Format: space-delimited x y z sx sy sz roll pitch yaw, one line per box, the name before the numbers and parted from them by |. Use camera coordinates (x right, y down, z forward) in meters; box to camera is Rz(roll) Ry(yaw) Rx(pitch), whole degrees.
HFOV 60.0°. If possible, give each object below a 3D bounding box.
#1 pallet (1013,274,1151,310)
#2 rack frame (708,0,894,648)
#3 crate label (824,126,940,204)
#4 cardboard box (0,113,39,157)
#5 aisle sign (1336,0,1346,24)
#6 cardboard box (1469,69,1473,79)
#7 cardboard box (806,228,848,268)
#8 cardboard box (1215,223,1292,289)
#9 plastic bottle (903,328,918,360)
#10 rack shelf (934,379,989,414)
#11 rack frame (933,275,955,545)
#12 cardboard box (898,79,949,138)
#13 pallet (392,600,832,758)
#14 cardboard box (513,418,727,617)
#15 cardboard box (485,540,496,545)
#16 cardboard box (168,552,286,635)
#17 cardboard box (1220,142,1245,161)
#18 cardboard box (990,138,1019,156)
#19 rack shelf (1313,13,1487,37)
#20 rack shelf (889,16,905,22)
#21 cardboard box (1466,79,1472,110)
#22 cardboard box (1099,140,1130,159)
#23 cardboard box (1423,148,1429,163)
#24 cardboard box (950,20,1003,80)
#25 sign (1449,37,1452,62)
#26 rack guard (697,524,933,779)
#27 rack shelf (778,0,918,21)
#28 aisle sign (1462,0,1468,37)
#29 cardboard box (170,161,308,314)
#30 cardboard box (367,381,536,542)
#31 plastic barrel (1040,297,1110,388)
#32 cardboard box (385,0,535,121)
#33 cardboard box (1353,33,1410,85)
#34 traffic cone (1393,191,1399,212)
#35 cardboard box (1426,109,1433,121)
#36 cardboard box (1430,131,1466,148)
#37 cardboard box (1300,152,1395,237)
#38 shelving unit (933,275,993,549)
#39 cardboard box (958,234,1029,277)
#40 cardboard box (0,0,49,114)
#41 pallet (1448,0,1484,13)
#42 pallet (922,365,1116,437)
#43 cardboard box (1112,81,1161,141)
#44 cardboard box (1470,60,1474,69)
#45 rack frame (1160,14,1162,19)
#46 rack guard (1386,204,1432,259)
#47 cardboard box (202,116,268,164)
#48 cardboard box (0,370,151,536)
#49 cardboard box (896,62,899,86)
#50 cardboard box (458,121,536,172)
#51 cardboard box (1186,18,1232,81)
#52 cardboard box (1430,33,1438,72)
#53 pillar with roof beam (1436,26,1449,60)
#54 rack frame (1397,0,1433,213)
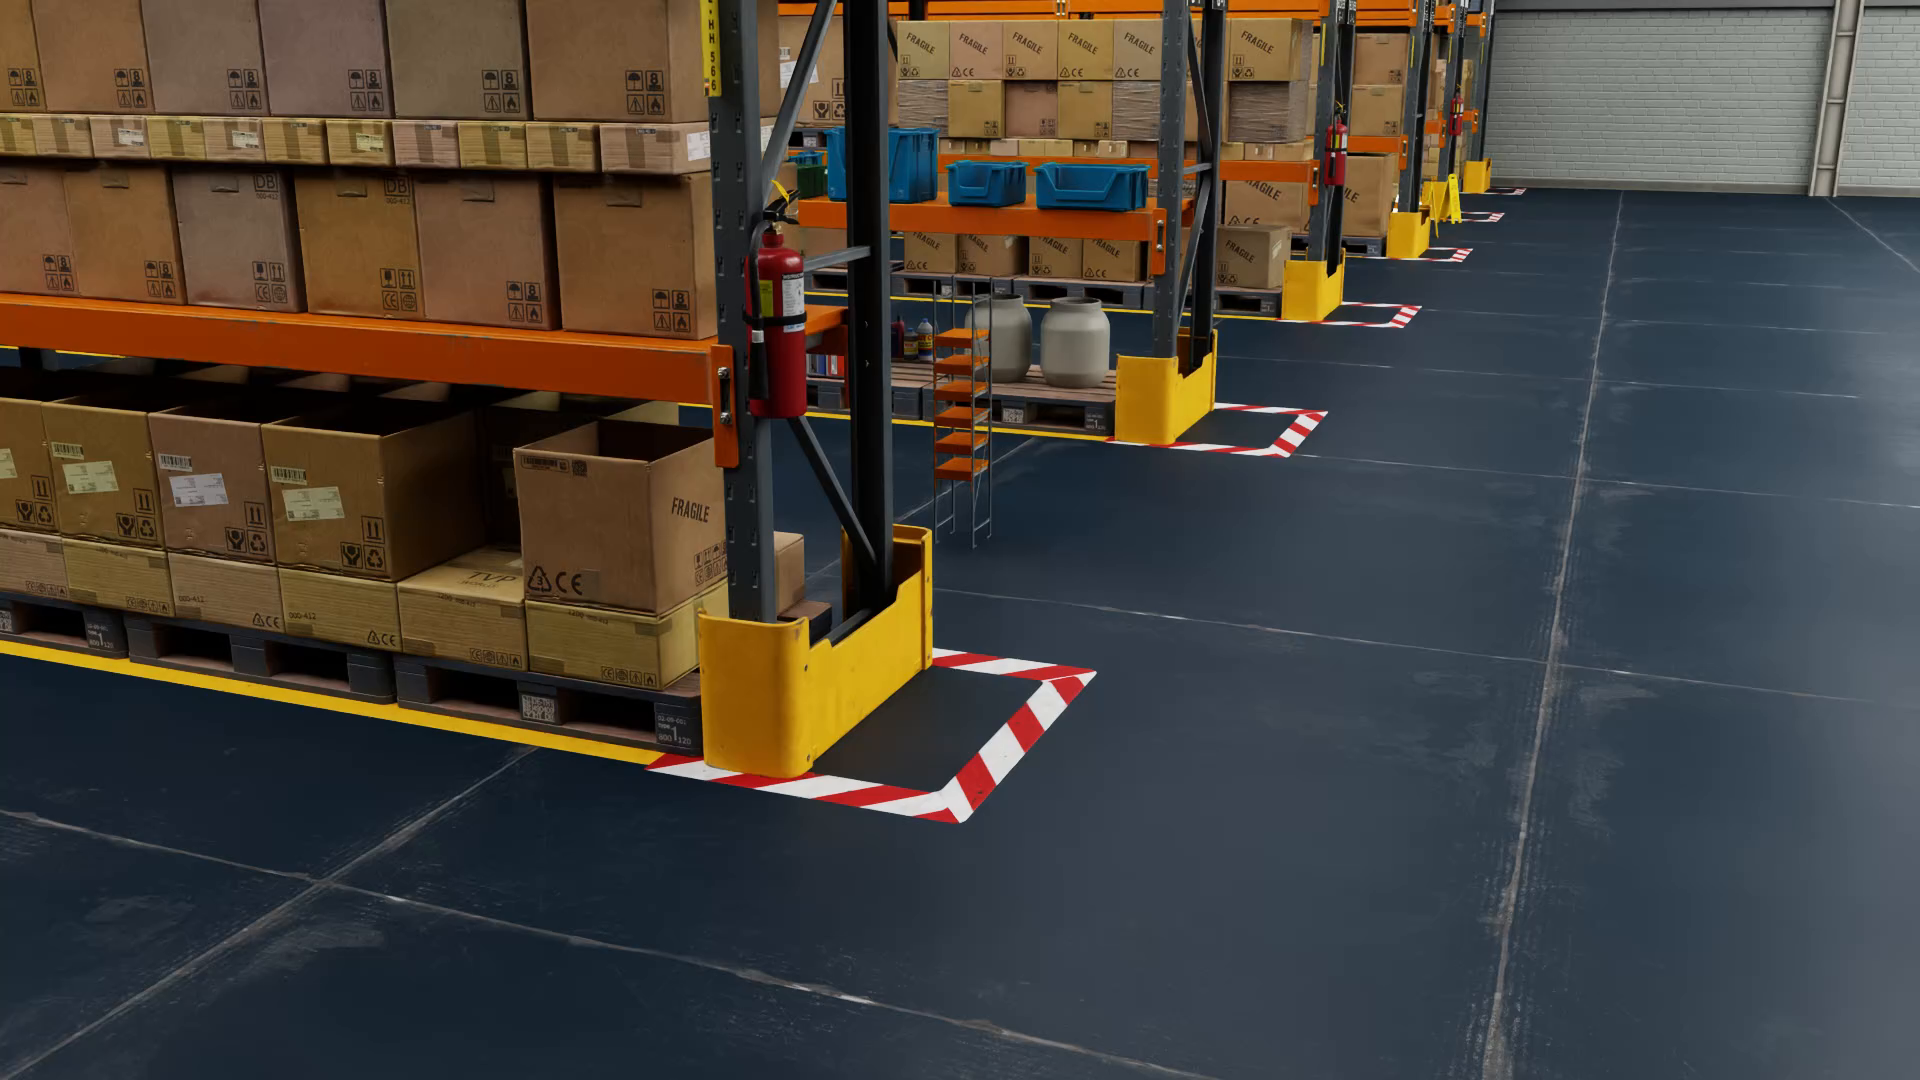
pallet | 1.216 -2.324 15.299 1.213 0.211 1.003 6 17 21
rack frame | -0.478 -0.869 5.286 0.127 3.000 1.000 6 17 21
crate label | -0.469 -2.288 10.112 0.616 0.435 0.502 6 17 21
cardboard box | -3.302 -1.482 6.054 0.250 0.149 0.380 6 17 20
aisle sign | 3.108 -4.602 13.482 0.004 0.787 0.394 6 17 21
cardboard box | 8.394 -7.757 27.671 0.250 0.149 0.380 6 17 19
cardboard box | -1.124 -2.926 16.067 0.500 0.500 0.700 5 17 16
cardboard box | 2.585 -2.507 14.660 0.500 0.500 0.500 10 19 31
plastic bottle | -0.326 -1.297 10.992 0.097 0.201 0.097 0 16 0
rack shelf | 0.013 -0.647 7.480 0.180 0.103 0.258 6 17 21
rack frame | -0.072 -0.584 7.534 0.006 1.200 0.240 6 17 21
cardboard box | -0.165 -3.976 15.275 0.500 0.500 0.875 6 17 21
pallet | -1.205 0.403 5.907 1.213 0.211 1.003 6 17 21
cardboard box | -1.086 -0.088 5.429 0.500 0.500 0.500 6 17 21
cardboard box | -1.827 0.036 6.348 0.500 0.250 0.500 6 17 21
cardboard box | -2.485 0.121 6.054 0.500 0.250 0.500 6 17 21
cardboard box | 2.335 -3.331 14.216 0.250 0.149 0.380 6 17 21
cardboard box | 0.453 -3.519 14.867 0.250 0.149 0.380 6 17 21
rack shelf | 6.754 -8.595 27.810 4.000 0.370 1.077 6 17 21
rack shelf | -2.506 -8.126 26.194 4.000 0.370 1.077 6 17 21
cardboard box | 8.255 -7.466 27.832 0.500 0.500 0.500 7 18 22
cardboard box | 1.385 -3.419 14.520 0.250 0.149 0.380 6 17 21
cardboard box | 7.584 -6.440 27.757 0.500 0.250 0.500 6 17 20
cardboard box | 0.230 -4.355 14.789 0.500 0.500 0.500 6 17 21
sign | 6.574 -6.574 22.294 0.005 0.325 0.100 6 17 21
rack guard | -0.456 0.334 5.626 0.348 0.500 1.175 6 17 21
rack shelf | -2.421 -5.146 15.931 4.000 0.370 1.077 6 17 21
aisle sign | 6.968 -7.330 22.881 0.004 0.787 0.394 6 17 21
cardboard box | -2.349 -1.126 5.991 0.500 0.500 0.700 7 18 22
cardboard box | -1.831 -0.321 6.233 0.500 0.500 0.500 6 17 21
plastic barrel | 0.703 -1.207 10.162 0.421 0.512 0.421 0 16 0
cardboard box | -1.448 -1.649 5.466 0.500 0.500 0.700 6 17 19
cardboard box | 4.743 -5.352 18.524 0.550 0.550 0.875 6 17 21
traffic cone | 5.923 -4.499 22.341 0.334 0.463 0.336 6 17 21
cardboard box | 6.370 -5.870 22.964 0.250 0.149 0.380 7 18 22
cardboard box | 8.071 -6.623 27.493 0.500 0.250 0.500 7 18 22
cardboard box | 4.419 -3.947 18.948 0.875 0.875 0.875 6 17 21
shelving unit | 0.013 -0.575 7.501 0.189 1.200 0.258 6 17 21
cardboard box | 0.332 -2.740 15.462 0.500 0.500 0.500 13 21 38
cardboard box | -3.314 -1.854 6.173 0.500 0.500 0.700 6 17 20
pallet | 7.966 -8.773 27.290 1.213 0.211 1.003 6 17 21
pallet | 0.501 -0.894 10.374 1.213 0.211 1.003 6 17 21
cardboard box | 1.700 -3.774 14.581 0.500 0.500 0.875 6 17 21
cardboard box | 8.380 -7.888 27.587 0.250 0.149 0.380 6 17 20
rack frame | 3.075 -6.417 24.397 0.127 3.000 1.000 6 17 21
rack guard | 5.096 -3.511 18.870 0.348 0.500 1.175 6 17 21
cardboard box | -2.347 -1.376 5.691 0.250 0.149 0.380 6 17 20
cardboard box | -3.415 -0.342 6.303 0.500 0.500 0.500 6 17 21
cardboard box | -0.529 -5.856 20.493 0.500 0.500 0.700 6 17 20
cardboard box | -1.385 -1.270 5.327 0.250 0.149 0.380 6 17 20
cardboard box | 2.091 -4.150 14.084 0.500 0.500 0.500 6 17 21
cardboard box | 6.241 -6.674 22.778 0.500 0.500 0.700 6 17 19
pillar with roof beam | 6.717 -9.365 23.792 0.400 9.000 9.100 6 17 21
rack frame | 5.074 -4.714 18.530 0.127 3.000 1.000 6 17 21
